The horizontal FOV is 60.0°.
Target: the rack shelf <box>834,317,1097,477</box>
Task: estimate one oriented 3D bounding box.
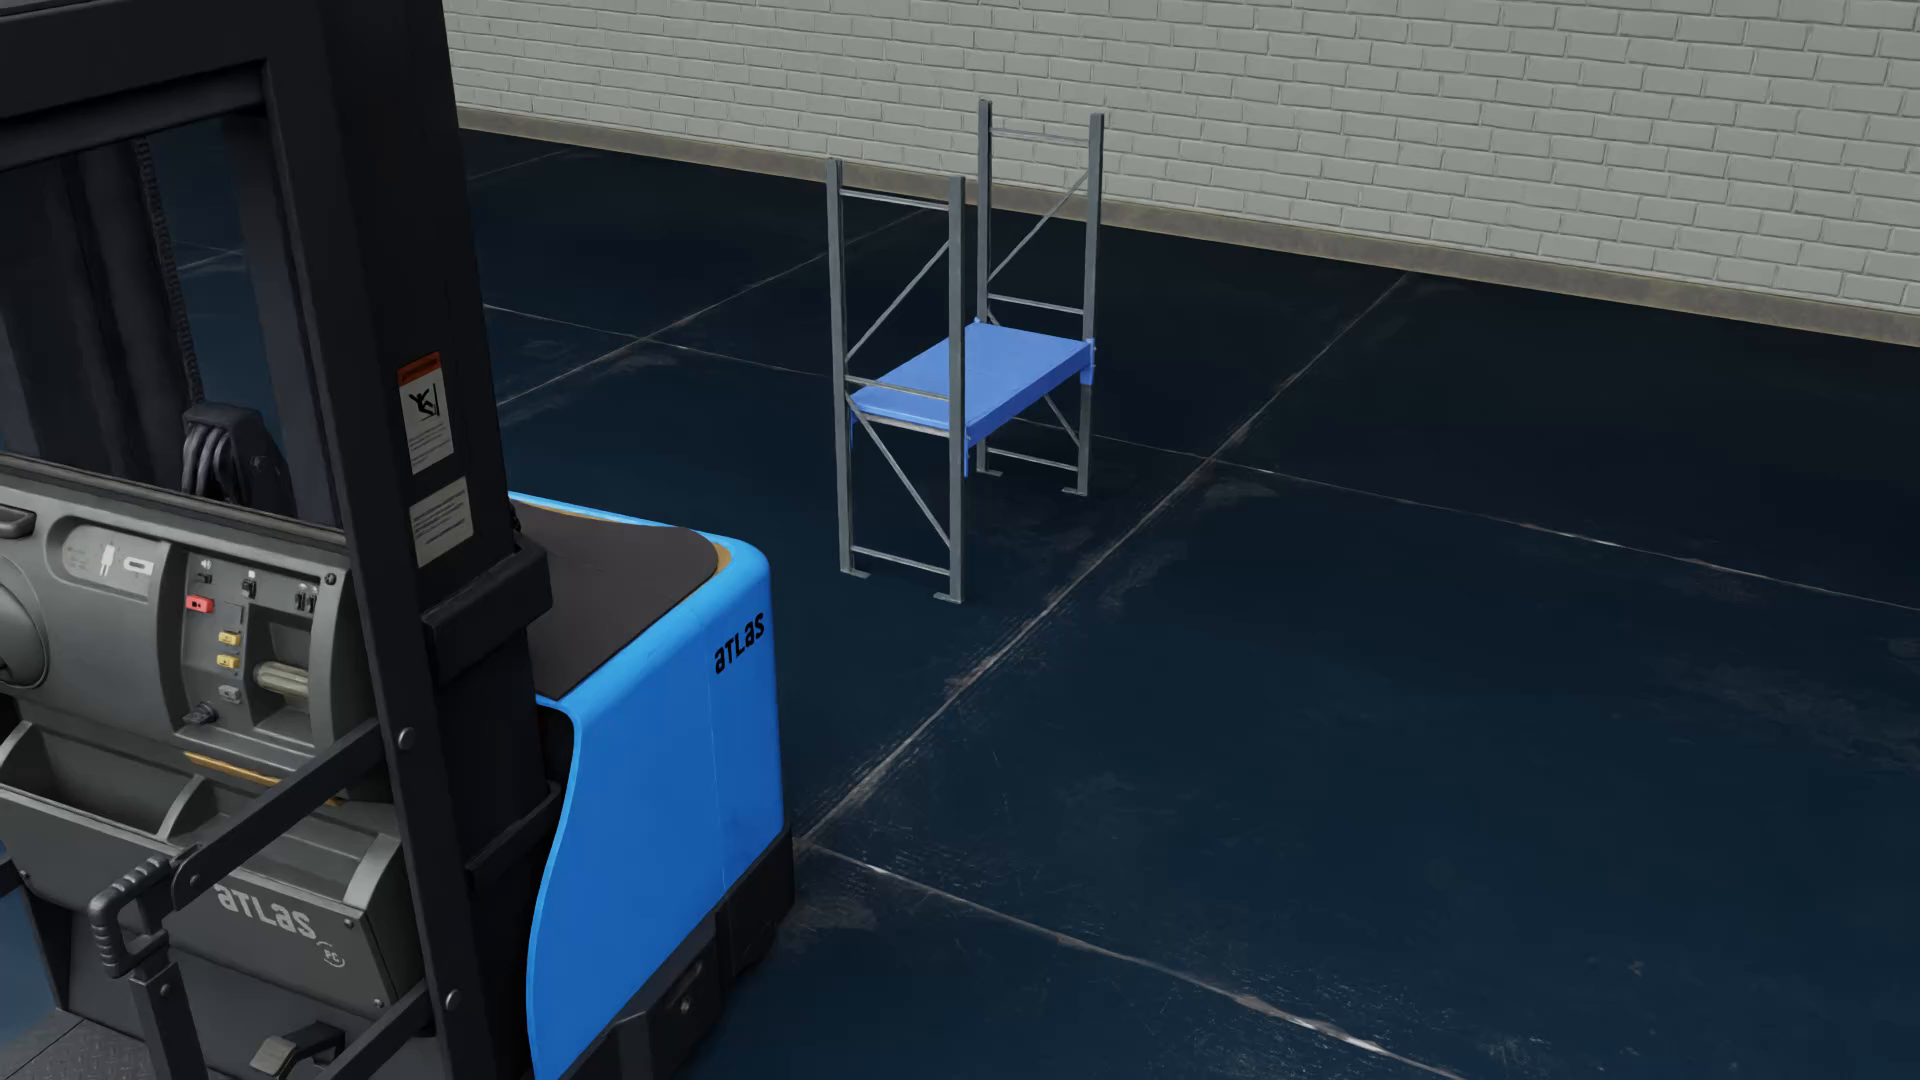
[{"bbox_3d":[0.042,-0.543,6.061,0.538,0.185,1.000,14,30,26],"label":"rack shelf"}]

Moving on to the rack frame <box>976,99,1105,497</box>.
[{"bbox_3d":[0.292,-0.902,6.376,0.500,1.500,0.032,14,30,26],"label":"rack frame"}]

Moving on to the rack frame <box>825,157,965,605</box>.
[{"bbox_3d":[-0.208,-0.506,5.585,0.500,1.500,0.032,14,30,26],"label":"rack frame"}]

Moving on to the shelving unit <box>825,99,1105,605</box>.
[{"bbox_3d":[0.042,-0.704,5.981,0.538,1.500,1.048,14,30,26],"label":"shelving unit"}]

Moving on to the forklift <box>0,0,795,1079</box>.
[{"bbox_3d":[-1.486,0.172,2.632,1.130,2.935,3.031,11,29,21],"label":"forklift"}]
